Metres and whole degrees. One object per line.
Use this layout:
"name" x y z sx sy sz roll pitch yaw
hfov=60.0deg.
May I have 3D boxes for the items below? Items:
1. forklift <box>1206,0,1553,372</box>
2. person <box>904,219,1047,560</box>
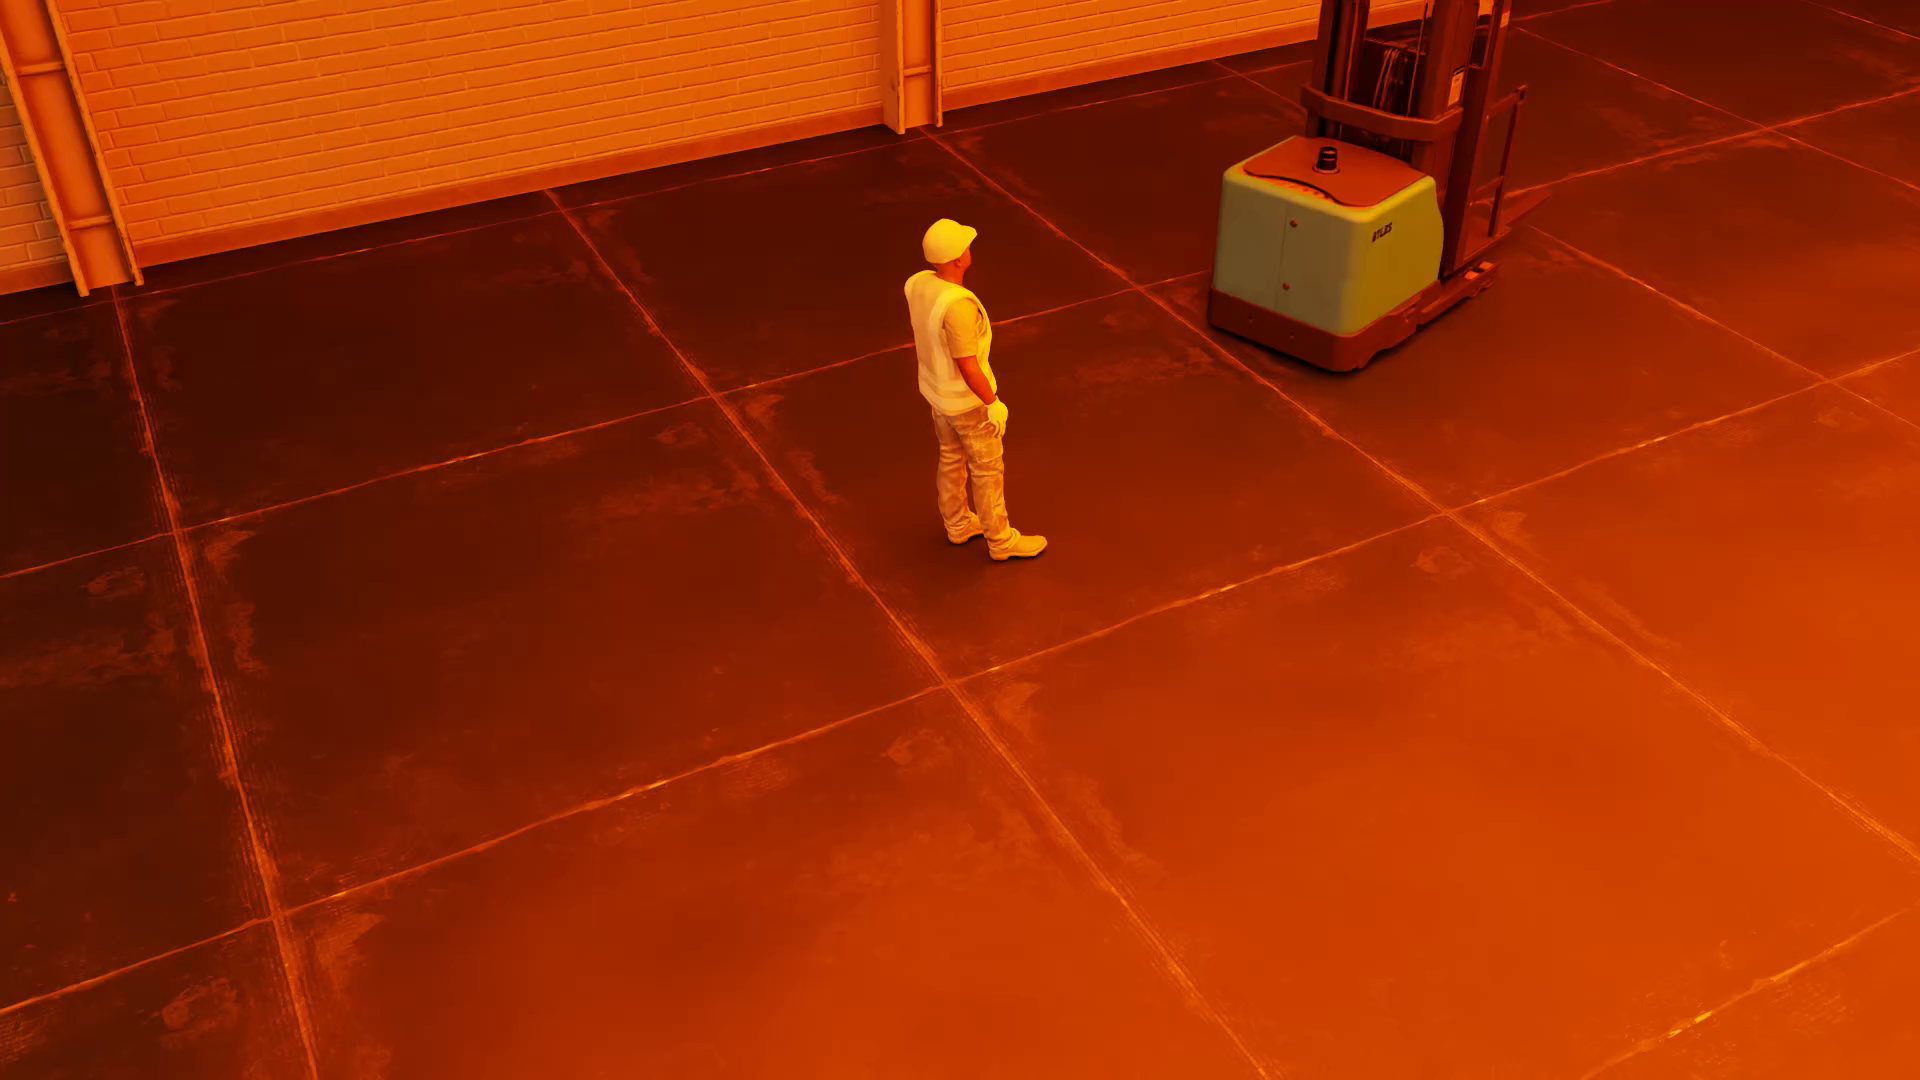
"forklift" 2.925 -2.967 10.321 1.130 2.935 3.031 28 44 34
"person" 0.068 -0.749 8.164 0.577 1.782 0.656 -17 39 -23
